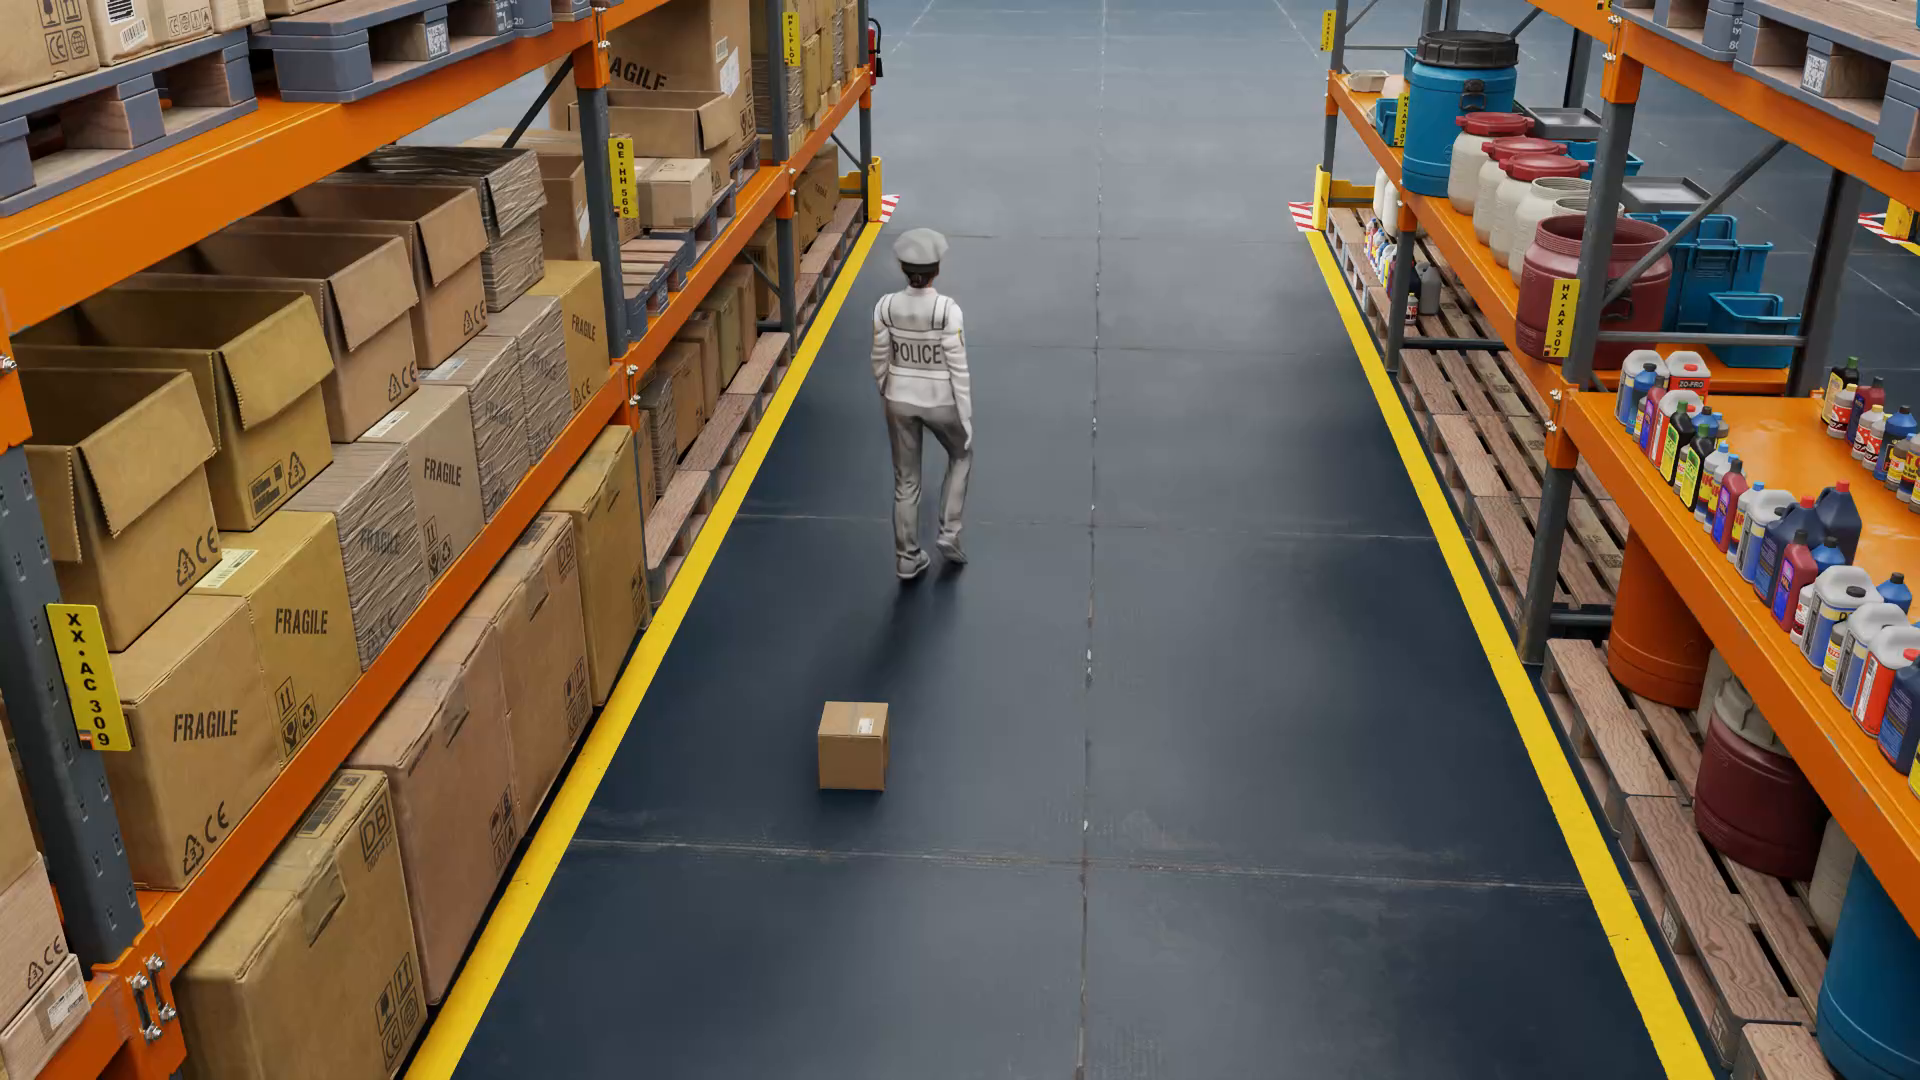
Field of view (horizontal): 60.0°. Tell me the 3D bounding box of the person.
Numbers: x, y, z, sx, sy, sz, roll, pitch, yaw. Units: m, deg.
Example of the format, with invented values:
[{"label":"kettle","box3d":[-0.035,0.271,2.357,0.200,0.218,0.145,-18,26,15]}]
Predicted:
[{"label":"person","box3d":[-0.171,-0.621,7.931,0.522,1.741,0.499,5,25,12]}]
